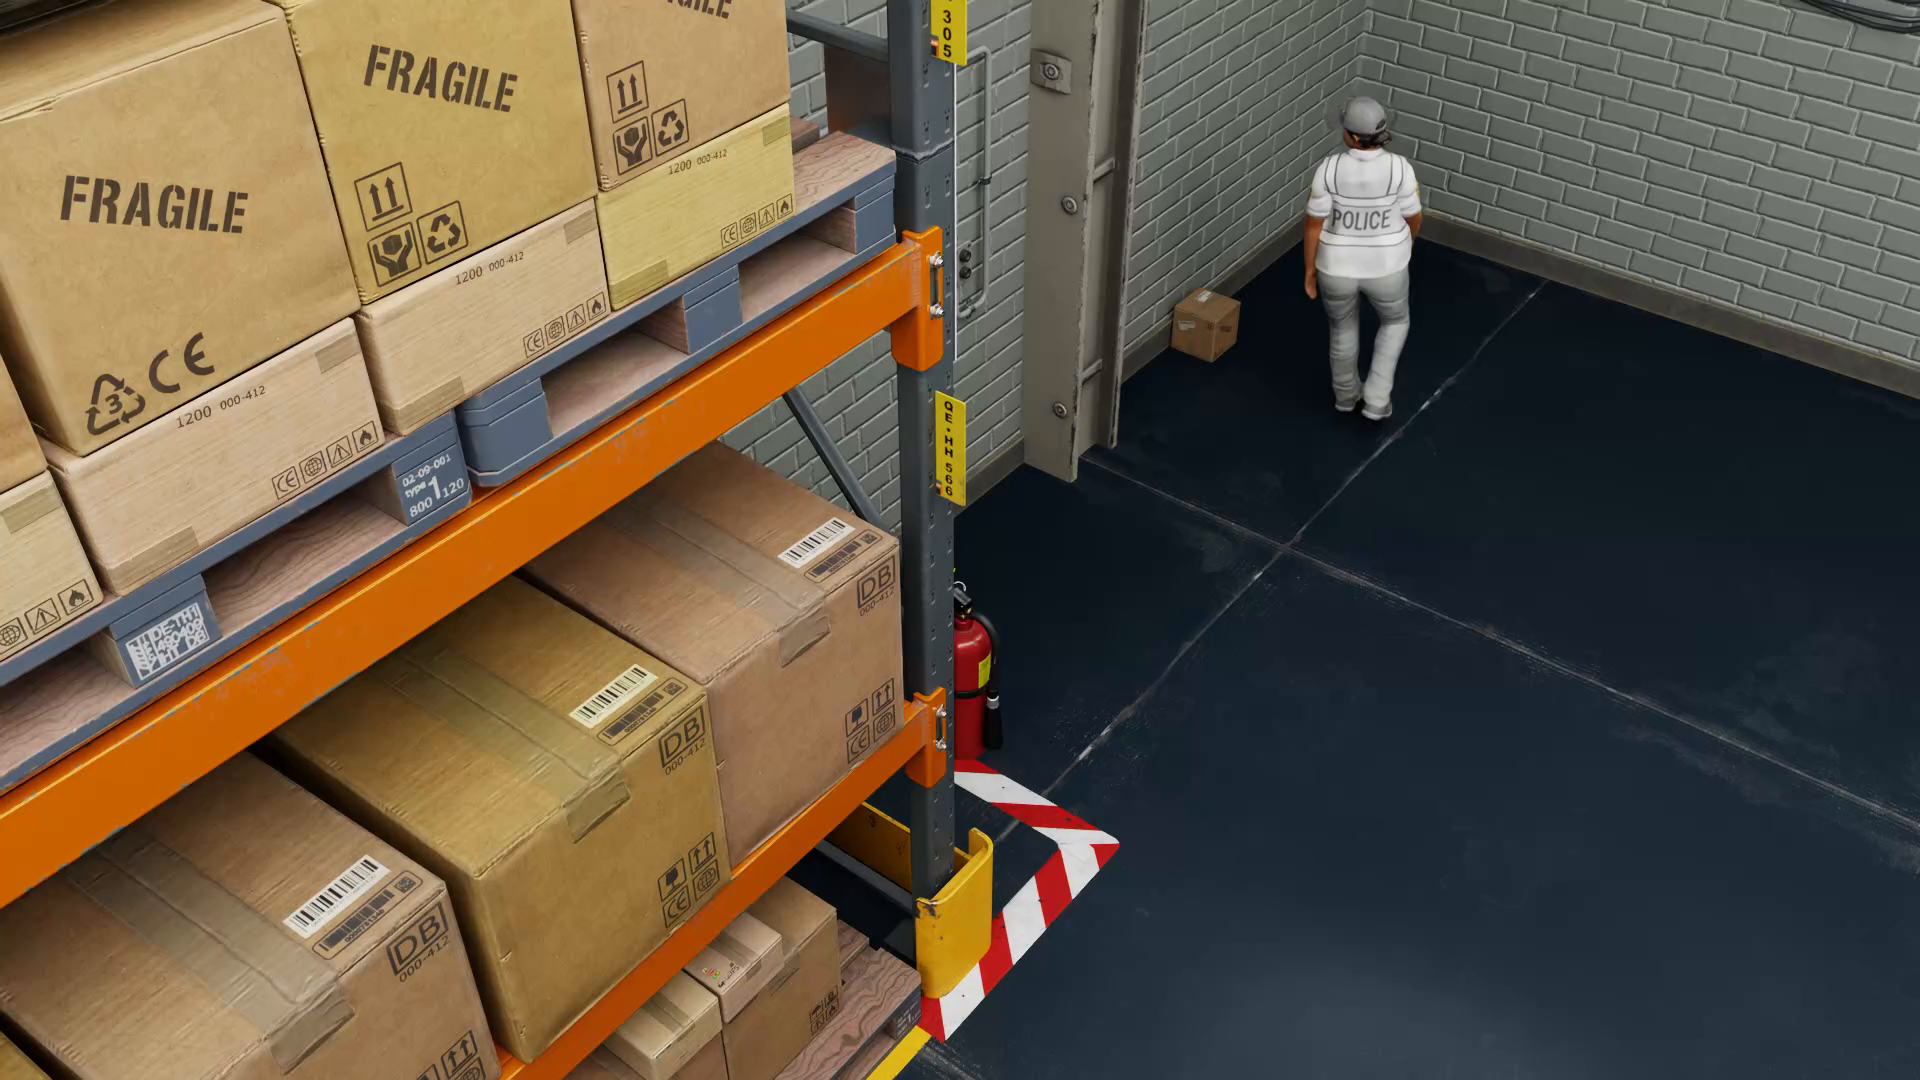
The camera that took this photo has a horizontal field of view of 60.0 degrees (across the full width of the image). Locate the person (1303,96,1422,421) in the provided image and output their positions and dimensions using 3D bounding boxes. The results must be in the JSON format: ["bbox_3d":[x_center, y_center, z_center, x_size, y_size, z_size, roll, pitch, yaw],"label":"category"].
[{"bbox_3d":[1.859,-1.281,7.730,0.552,1.664,0.551,11,40,14],"label":"person"}]
